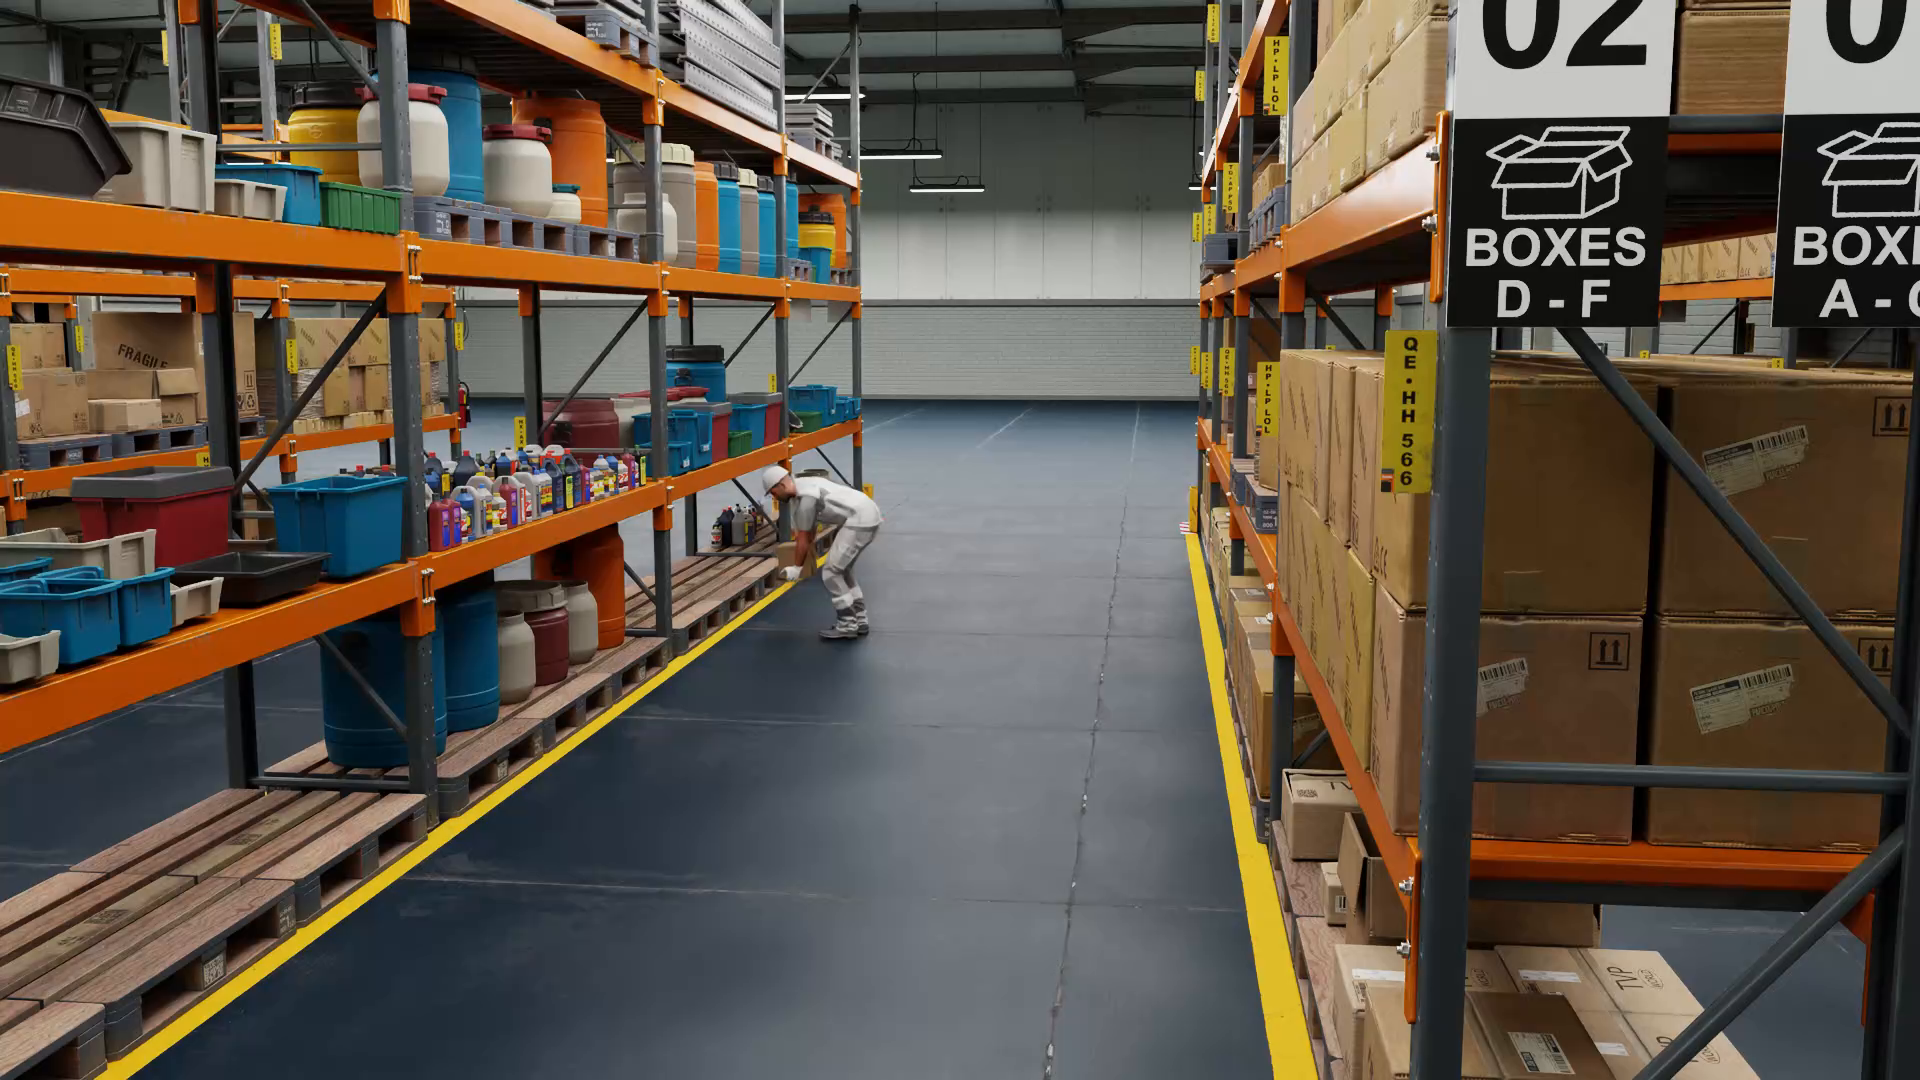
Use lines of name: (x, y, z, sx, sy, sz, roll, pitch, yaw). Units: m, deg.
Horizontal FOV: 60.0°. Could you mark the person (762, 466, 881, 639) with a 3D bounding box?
person: (-1.062, 0.087, 12.818, 0.909, 1.319, 0.497, 1, 8, 4)
